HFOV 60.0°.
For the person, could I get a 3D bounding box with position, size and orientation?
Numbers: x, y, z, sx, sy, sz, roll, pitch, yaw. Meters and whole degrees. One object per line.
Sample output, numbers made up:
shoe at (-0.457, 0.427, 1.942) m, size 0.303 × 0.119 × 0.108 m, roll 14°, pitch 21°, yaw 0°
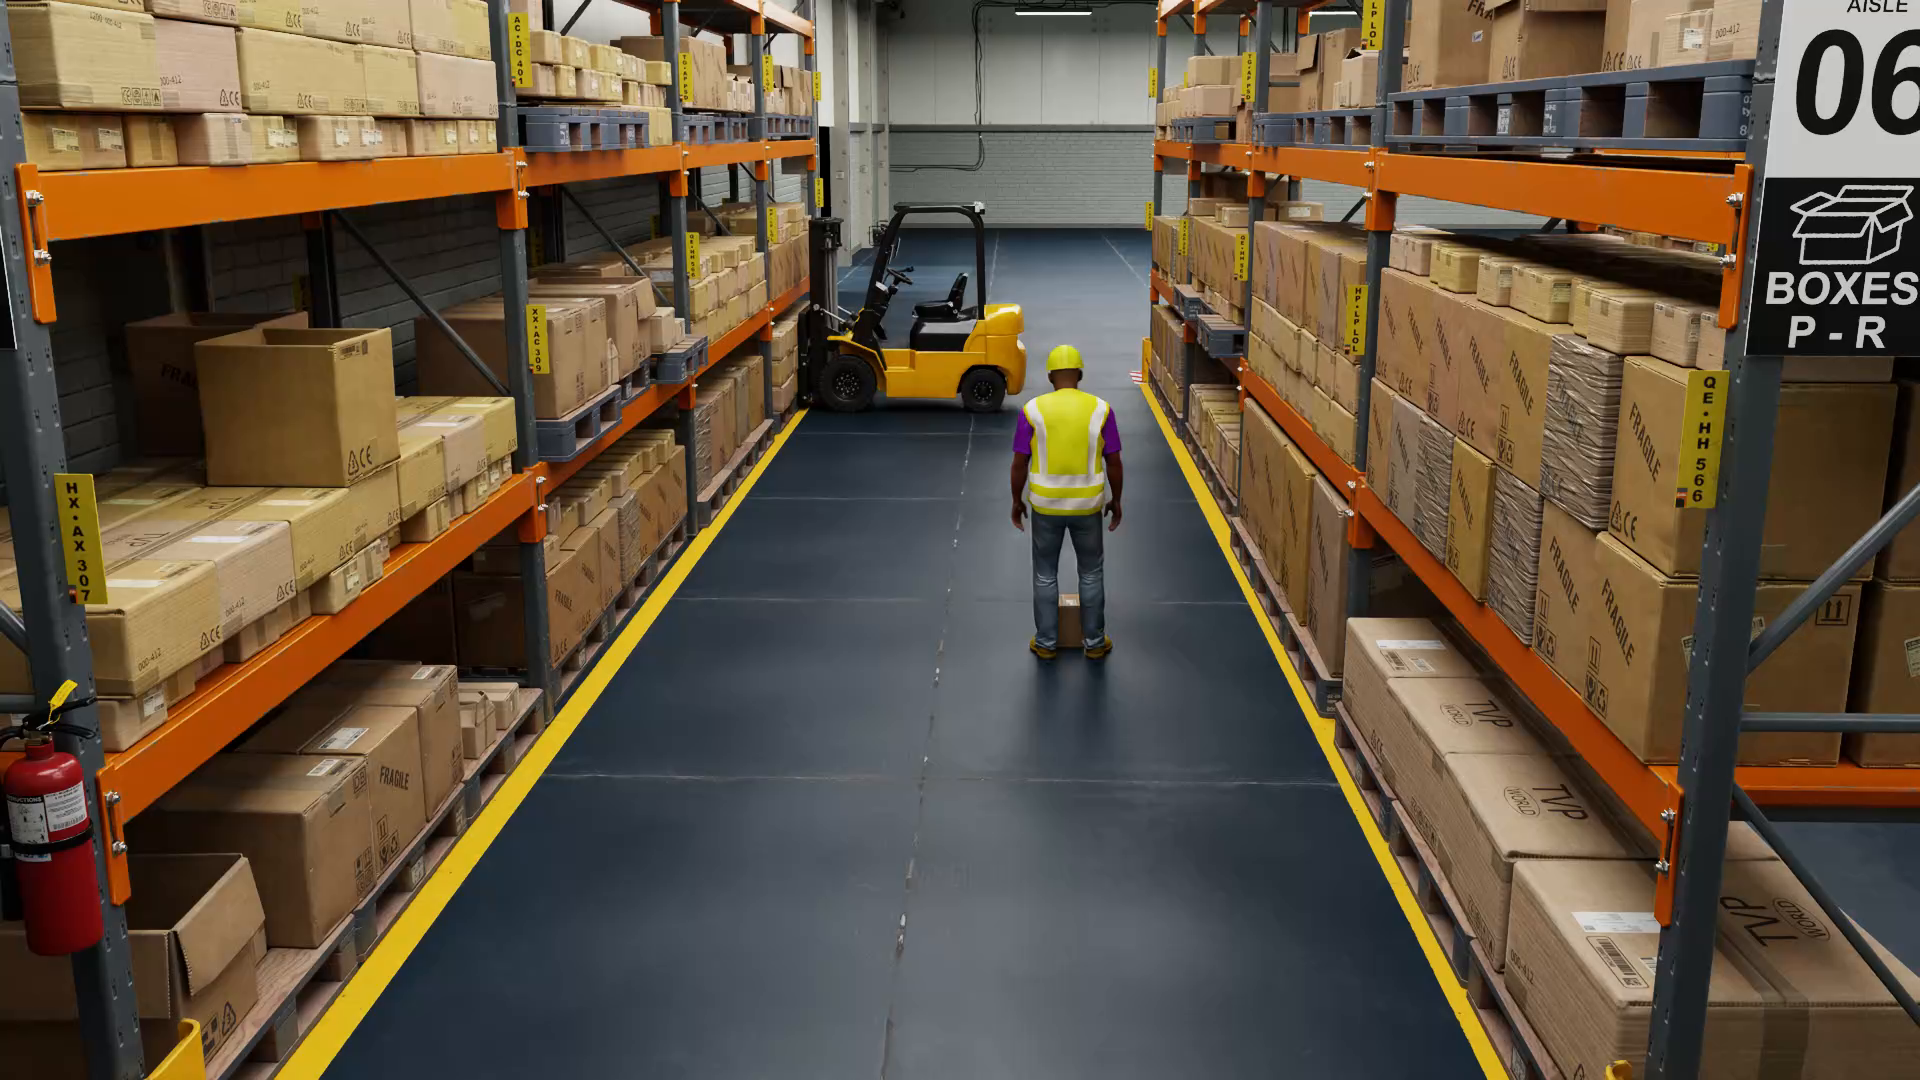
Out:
person at (0.597, -0.209, 9.307) m, size 0.626 × 1.761 × 0.458 m, roll 0°, pitch 14°, yaw 2°
